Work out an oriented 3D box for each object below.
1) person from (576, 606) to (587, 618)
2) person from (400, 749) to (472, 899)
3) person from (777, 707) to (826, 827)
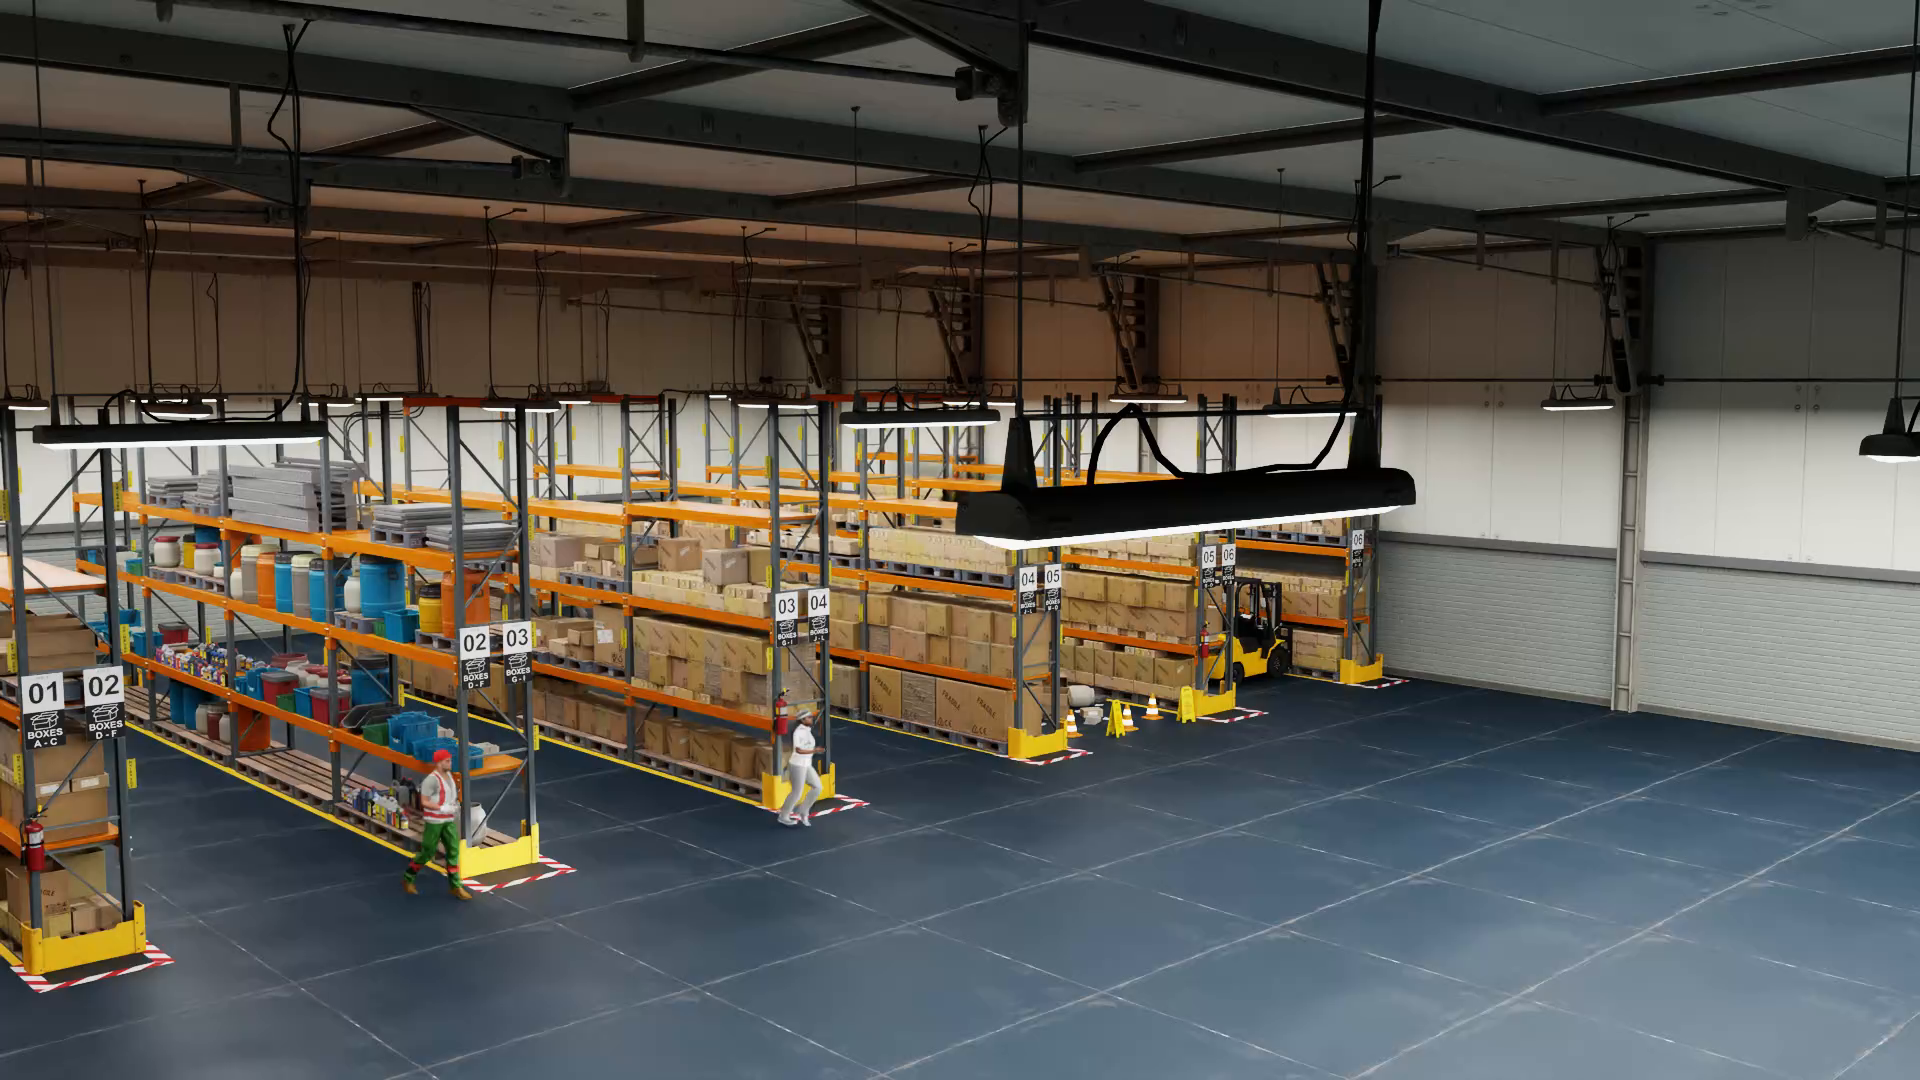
[{"bbox_3d":[-9.689,1.383,42.550,0.663,1.671,0.585,2,6,21],"label":"person"},{"bbox_3d":[-6.366,3.457,20.385,0.896,1.807,0.711,2,6,18],"label":"person"},{"bbox_3d":[-2.221,3.225,23.626,0.689,1.720,0.581,1,6,10],"label":"person"}]
